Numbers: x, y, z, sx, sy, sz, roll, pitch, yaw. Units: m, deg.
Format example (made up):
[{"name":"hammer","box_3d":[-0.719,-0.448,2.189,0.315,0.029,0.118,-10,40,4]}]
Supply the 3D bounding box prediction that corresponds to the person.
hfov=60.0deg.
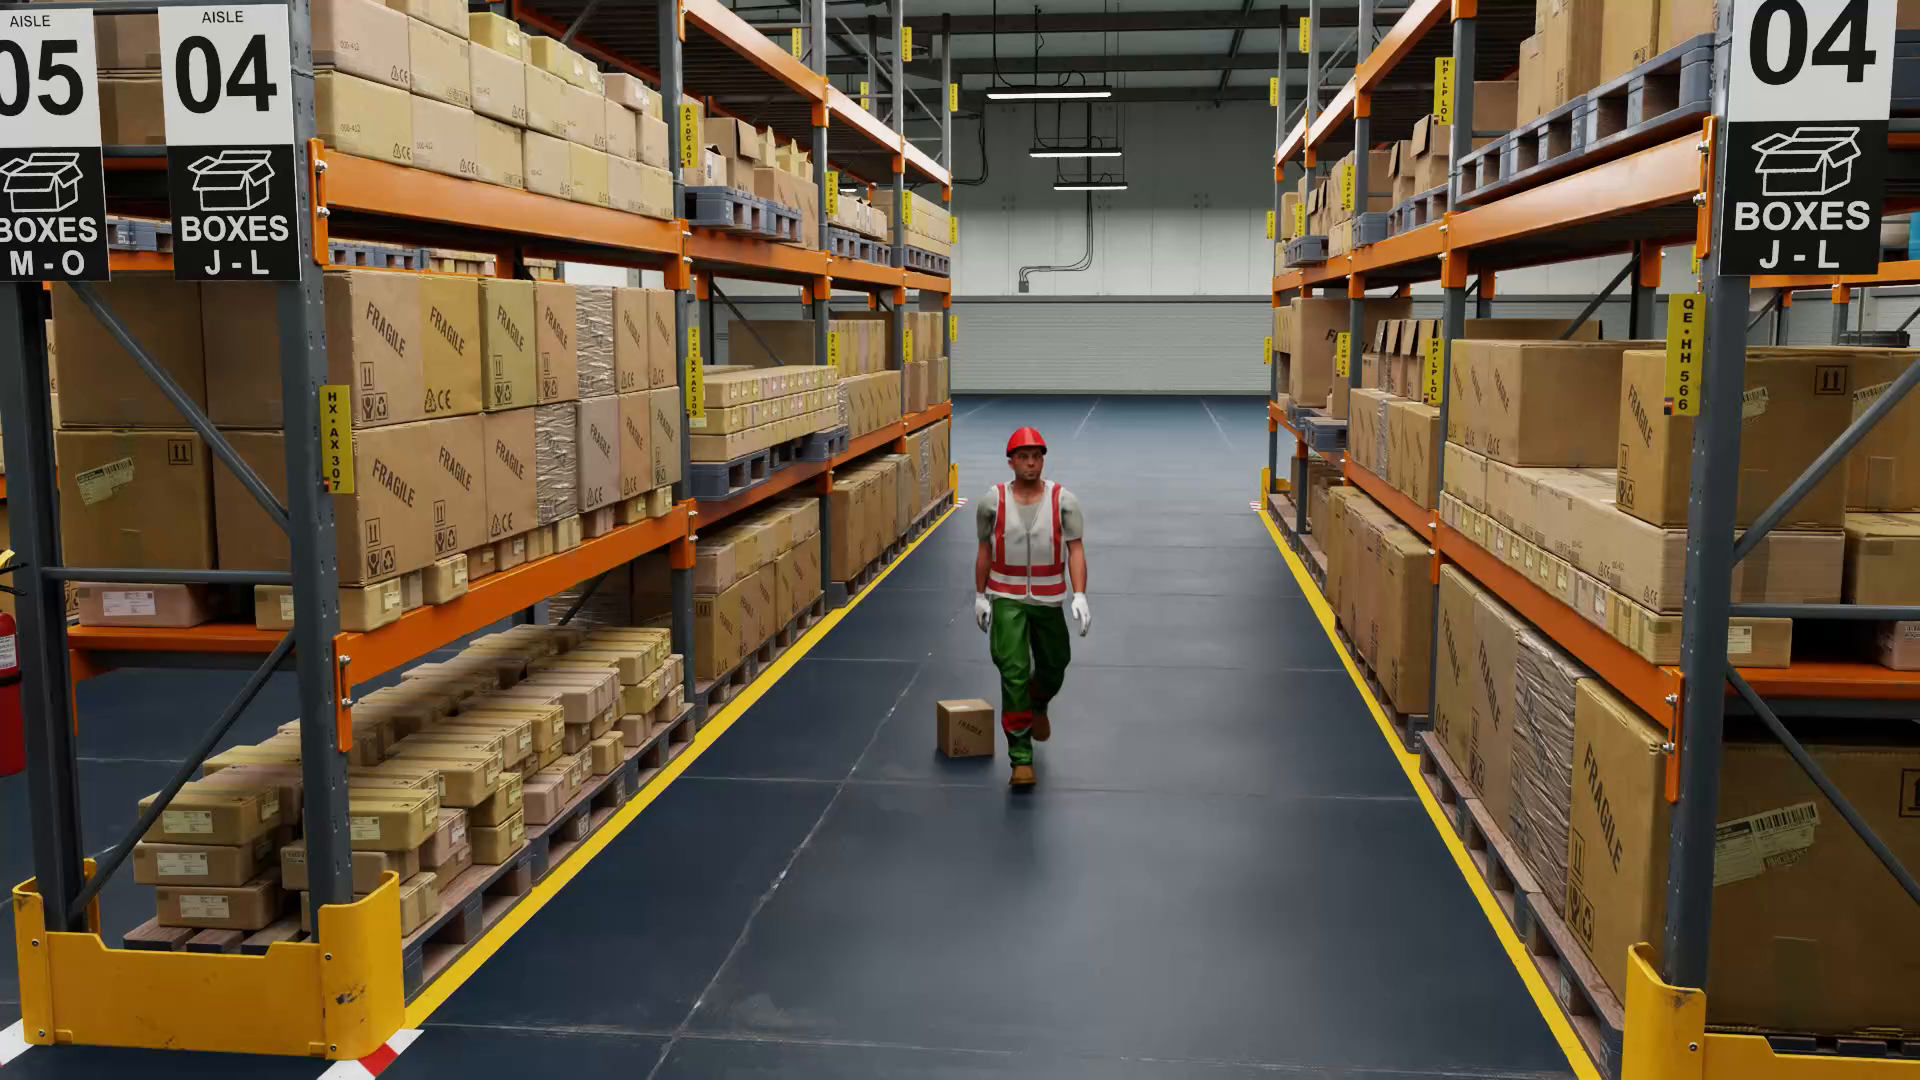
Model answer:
[{"name":"person","box_3d":[0.360,0.299,8.421,0.568,1.749,0.952,0,8,-3]}]
